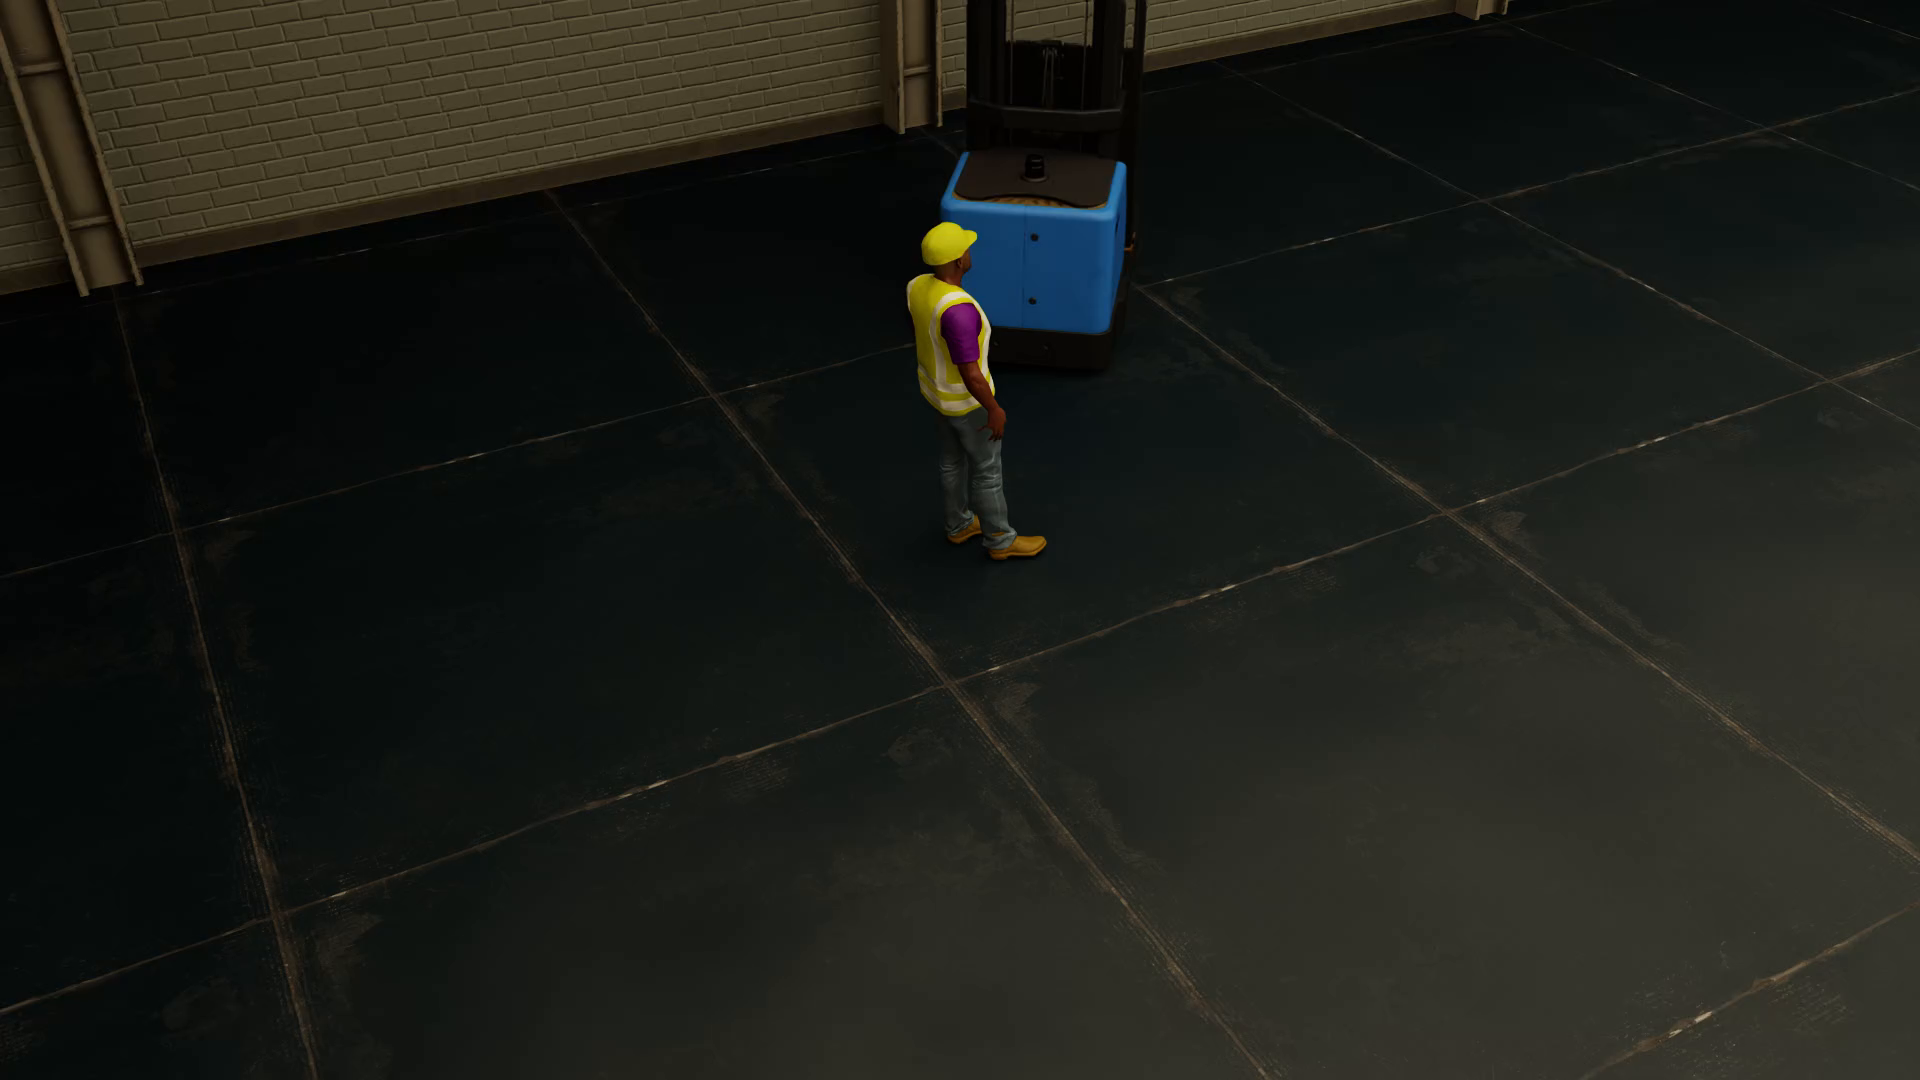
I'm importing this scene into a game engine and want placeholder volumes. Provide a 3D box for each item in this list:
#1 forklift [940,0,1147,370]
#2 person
[{"bbox_3d":[0.625,-3.060,10.452,1.130,2.935,3.031,6,36,8],"label":"forklift"},{"bbox_3d":[0.064,-0.743,8.172,0.575,1.766,0.666,-17,39,-23],"label":"person"}]
